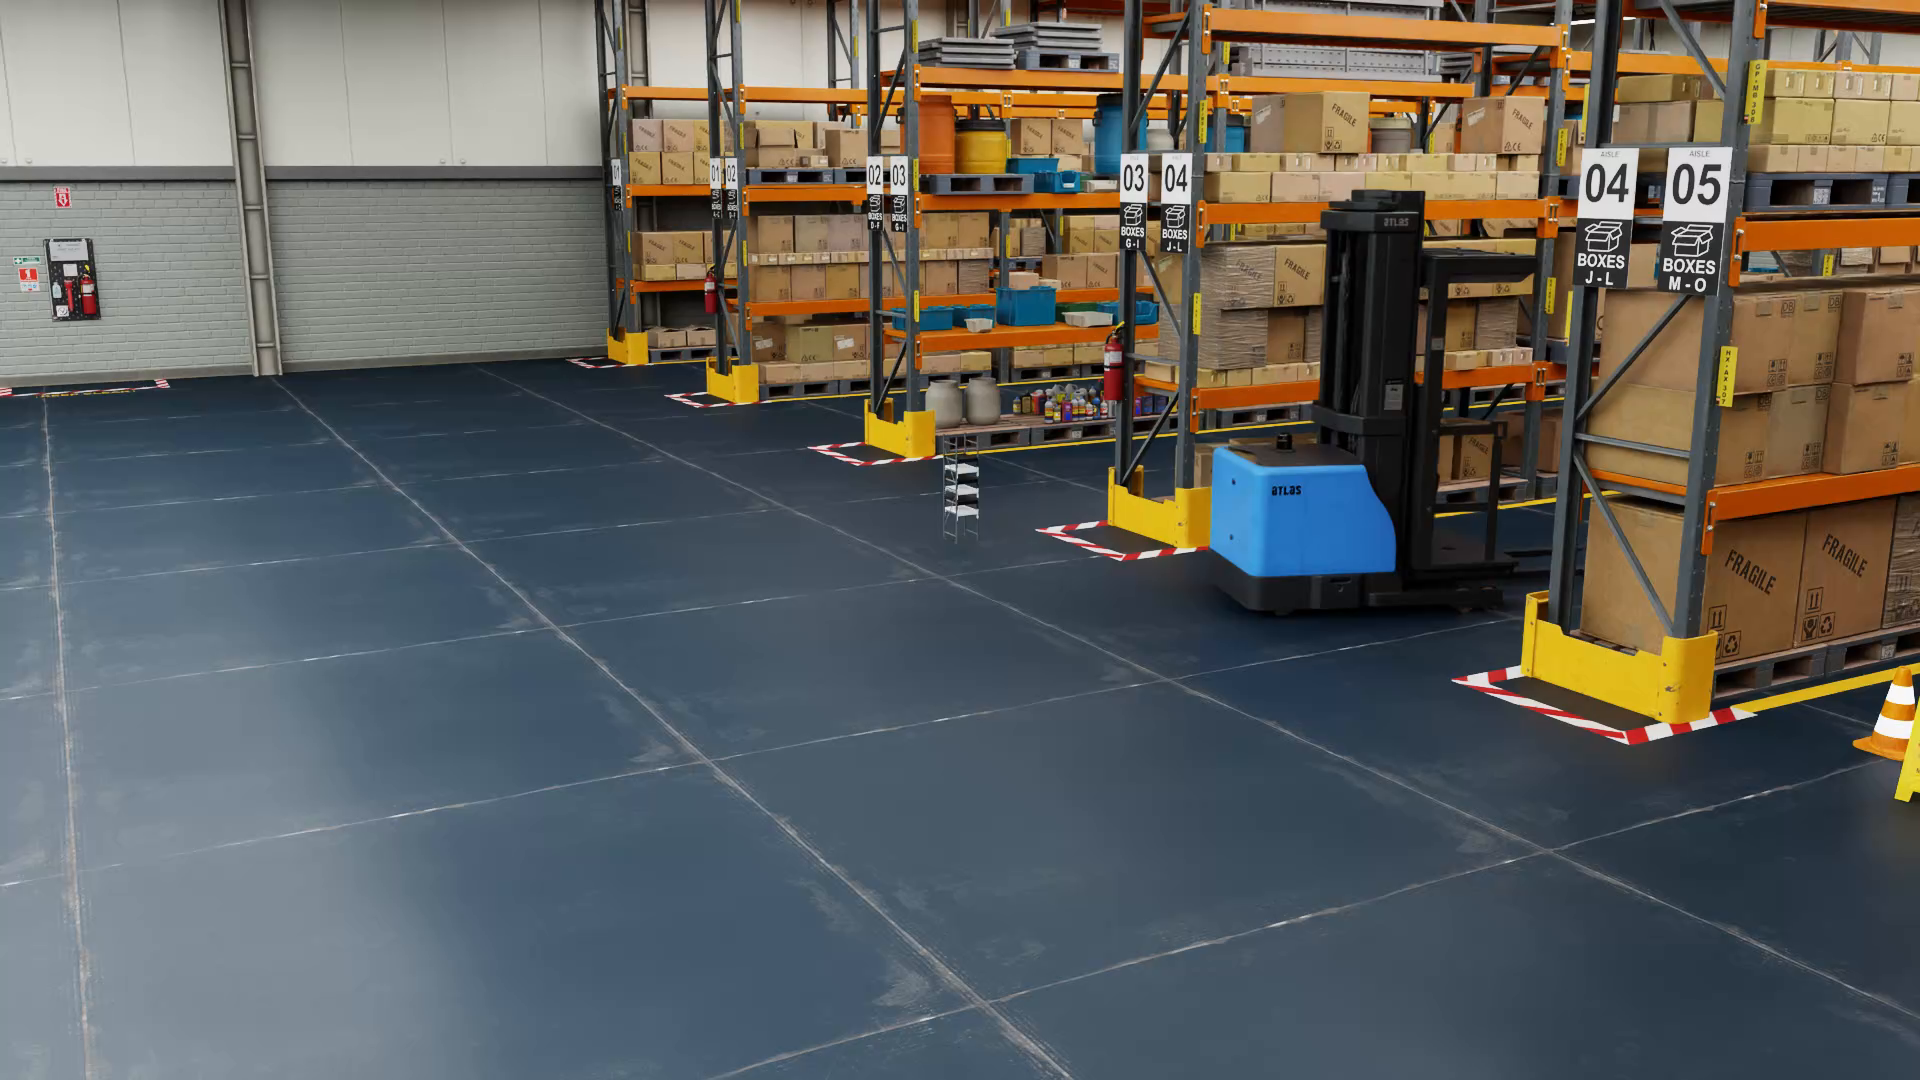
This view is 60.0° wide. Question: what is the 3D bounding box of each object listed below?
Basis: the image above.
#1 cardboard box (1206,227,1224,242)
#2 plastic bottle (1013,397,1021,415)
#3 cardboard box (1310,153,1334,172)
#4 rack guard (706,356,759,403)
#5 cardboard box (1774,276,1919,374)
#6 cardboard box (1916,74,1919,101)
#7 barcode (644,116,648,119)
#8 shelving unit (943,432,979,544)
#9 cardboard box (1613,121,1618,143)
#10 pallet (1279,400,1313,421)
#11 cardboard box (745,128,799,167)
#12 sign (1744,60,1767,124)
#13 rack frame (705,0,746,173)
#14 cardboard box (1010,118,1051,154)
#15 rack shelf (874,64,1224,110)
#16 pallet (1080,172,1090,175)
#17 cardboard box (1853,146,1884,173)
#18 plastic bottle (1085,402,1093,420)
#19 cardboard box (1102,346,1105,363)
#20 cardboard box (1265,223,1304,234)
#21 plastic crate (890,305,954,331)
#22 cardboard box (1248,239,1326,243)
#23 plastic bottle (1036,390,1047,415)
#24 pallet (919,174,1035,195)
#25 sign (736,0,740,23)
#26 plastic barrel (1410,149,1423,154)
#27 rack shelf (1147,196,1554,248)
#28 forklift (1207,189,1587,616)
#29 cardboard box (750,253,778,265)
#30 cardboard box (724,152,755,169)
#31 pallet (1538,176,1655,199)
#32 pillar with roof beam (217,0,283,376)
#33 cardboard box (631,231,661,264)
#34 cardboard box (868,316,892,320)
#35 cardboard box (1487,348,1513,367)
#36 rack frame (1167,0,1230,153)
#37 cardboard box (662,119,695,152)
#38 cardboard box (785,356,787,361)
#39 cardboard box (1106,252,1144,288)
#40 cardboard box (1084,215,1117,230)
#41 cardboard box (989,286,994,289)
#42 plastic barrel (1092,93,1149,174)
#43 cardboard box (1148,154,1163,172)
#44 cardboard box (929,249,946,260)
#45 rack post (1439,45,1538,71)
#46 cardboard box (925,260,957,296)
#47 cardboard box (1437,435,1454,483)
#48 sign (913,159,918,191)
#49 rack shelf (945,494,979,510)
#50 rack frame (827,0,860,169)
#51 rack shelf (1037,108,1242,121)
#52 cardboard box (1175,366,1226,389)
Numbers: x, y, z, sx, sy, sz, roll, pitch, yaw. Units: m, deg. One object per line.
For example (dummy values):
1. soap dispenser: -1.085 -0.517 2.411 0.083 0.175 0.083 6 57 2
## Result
1. cardboard box: 4.779 -5.742 31.842 0.500 0.500 0.500 -7 15 -29
2. plastic bottle: 0.680 -1.591 19.719 0.097 0.201 0.097 0 13 0
3. cardboard box: 2.929 -3.177 13.997 0.250 0.149 0.380 -7 14 -28
4. rack guard: -3.113 -2.197 22.733 0.348 0.500 1.175 -7 14 -28
5. cardboard box: 5.681 -1.364 10.536 0.500 0.550 0.875 -7 14 -28
6. cardboard box: 5.501 -2.634 9.721 0.250 0.149 0.380 -7 14 -29
7. barcode: -5.085 -6.837 26.954 0.075 0.075 0.001 -7 14 -28
8. shelving unit: 0.007 -0.440 14.014 0.210 0.900 0.258 -7 14 -28
9. cardboard box: 6.449 -3.779 16.044 0.637 0.503 0.797 -6 14 -26
10. pallet: 4.532 -1.744 21.377 1.213 0.211 1.003 -7 14 -28
11. cardboard box: -2.586 -5.266 22.333 0.637 0.503 0.797 -6 14 -24
12. sign: 4.200 -2.364 8.779 0.005 0.325 0.100 -7 14 -28
13. rack frame: -3.092 -6.346 21.811 0.127 3.000 1.000 -7 14 -28
14. cardboard box: 0.979 -5.858 24.153 0.500 0.500 0.500 -7 14 -27
15. rack shelf: 1.033 -5.055 18.626 4.000 0.370 1.077 -7 14 -28
16. pallet: 1.187 -5.305 24.455 1.217 0.209 0.805 -8 15 -30
17. cardboard box: 5.059 -2.192 9.573 0.250 0.149 0.380 -7 14 -27
18. plastic bottle: 1.494 -1.501 19.319 0.097 0.201 0.097 0 13 0
19. cardboard box: 2.241 -2.860 25.291 0.500 0.250 0.500 -7 14 -27
20. cardboard box: 6.191 -5.912 32.863 0.700 0.700 0.980 -7 15 -29
21. plastic crate: -0.426 -2.502 18.733 0.616 0.251 0.499 -7 14 -28
22. cardboard box: 2.892 -2.403 14.771 0.500 0.500 0.500 -7 14 -28
23. plastic bottle: 0.966 -1.632 19.714 0.133 0.283 0.061 -7 14 -28
24. pallet: 0.051 -3.904 18.221 1.213 0.211 1.003 -7 14 -28
25. sign: -2.832 -6.771 21.213 0.005 0.325 0.100 -7 14 -28
26. plastic barrel: 5.880 -4.850 21.742 0.421 0.512 0.421 0 13 0
27. rack shelf: 3.407 -2.832 14.670 4.000 0.370 1.077 -7 14 -28
28. forklift: 3.420 -1.033 12.023 3.031 2.935 1.130 -2 13 -10
29. cardboard box: -2.645 -3.784 22.387 0.250 0.149 0.380 -7 14 -28
30. cardboard box: -3.653 -6.048 27.045 0.500 0.500 0.500 -6 14 -24
31. pallet: 5.755 -3.347 15.744 1.003 0.211 1.213 -7 14 -28
32. pillar with roof beam: -8.473 -6.080 20.628 0.400 9.000 9.100 -7 14 -28
33. cardboard box: -5.157 -4.766 27.044 0.500 0.500 0.500 -7 14 -28
34. cardboard box: -1.016 -2.975 24.097 0.500 0.500 0.500 -7 14 -28
35. cardboard box: 4.890 -1.704 15.422 0.250 0.149 0.380 -7 14 -28
36. rack frame: 2.789 -5.812 19.438 0.127 3.000 1.000 -7 14 -28
37. cardboard box: -4.550 -6.420 26.421 0.500 0.500 0.500 -7 14 -29
38. cardboard box: -2.330 -2.451 23.473 0.500 0.250 0.500 -7 14 -28
39. cardboard box: 2.465 -4.130 25.400 0.500 0.500 0.500 -8 15 -31
40. cardboard box: 2.546 -5.839 30.565 0.500 0.250 0.500 -7 14 -29
41. cardboard box: 0.416 -4.442 29.999 0.500 0.250 0.500 -7 14 -27
42. plastic barrel: 1.864 -4.714 19.292 0.708 0.901 0.600 -7 14 -28
43. cardboard box: 1.745 -3.184 14.025 0.250 0.149 0.380 -7 14 -28
44. cardboard box: -0.394 -4.054 23.585 0.250 0.149 0.380 -7 14 -28
45. rack post: 6.916 -6.280 21.689 0.937 0.300 0.954 -7 14 -28
46. cardboard box: -0.428 -3.784 23.864 0.500 0.500 0.700 -7 14 -28
47. cardboard box: 4.293 -0.820 15.656 0.500 0.500 0.500 -2 13 -10
48. sign: -0.462 -3.825 17.423 0.005 0.325 0.100 -7 14 -28
49. rack shelf: 0.007 -0.320 14.041 0.200 0.077 0.258 -7 14 -28
50. rack frame: -1.958 -7.721 27.921 0.127 3.000 1.000 -7 14 -28
51. rack shelf: 3.308 -7.806 30.849 4.000 0.370 1.077 -7 14 -28
52. cardboard box: 2.016 -1.371 13.942 0.250 0.149 0.380 -7 14 -28
